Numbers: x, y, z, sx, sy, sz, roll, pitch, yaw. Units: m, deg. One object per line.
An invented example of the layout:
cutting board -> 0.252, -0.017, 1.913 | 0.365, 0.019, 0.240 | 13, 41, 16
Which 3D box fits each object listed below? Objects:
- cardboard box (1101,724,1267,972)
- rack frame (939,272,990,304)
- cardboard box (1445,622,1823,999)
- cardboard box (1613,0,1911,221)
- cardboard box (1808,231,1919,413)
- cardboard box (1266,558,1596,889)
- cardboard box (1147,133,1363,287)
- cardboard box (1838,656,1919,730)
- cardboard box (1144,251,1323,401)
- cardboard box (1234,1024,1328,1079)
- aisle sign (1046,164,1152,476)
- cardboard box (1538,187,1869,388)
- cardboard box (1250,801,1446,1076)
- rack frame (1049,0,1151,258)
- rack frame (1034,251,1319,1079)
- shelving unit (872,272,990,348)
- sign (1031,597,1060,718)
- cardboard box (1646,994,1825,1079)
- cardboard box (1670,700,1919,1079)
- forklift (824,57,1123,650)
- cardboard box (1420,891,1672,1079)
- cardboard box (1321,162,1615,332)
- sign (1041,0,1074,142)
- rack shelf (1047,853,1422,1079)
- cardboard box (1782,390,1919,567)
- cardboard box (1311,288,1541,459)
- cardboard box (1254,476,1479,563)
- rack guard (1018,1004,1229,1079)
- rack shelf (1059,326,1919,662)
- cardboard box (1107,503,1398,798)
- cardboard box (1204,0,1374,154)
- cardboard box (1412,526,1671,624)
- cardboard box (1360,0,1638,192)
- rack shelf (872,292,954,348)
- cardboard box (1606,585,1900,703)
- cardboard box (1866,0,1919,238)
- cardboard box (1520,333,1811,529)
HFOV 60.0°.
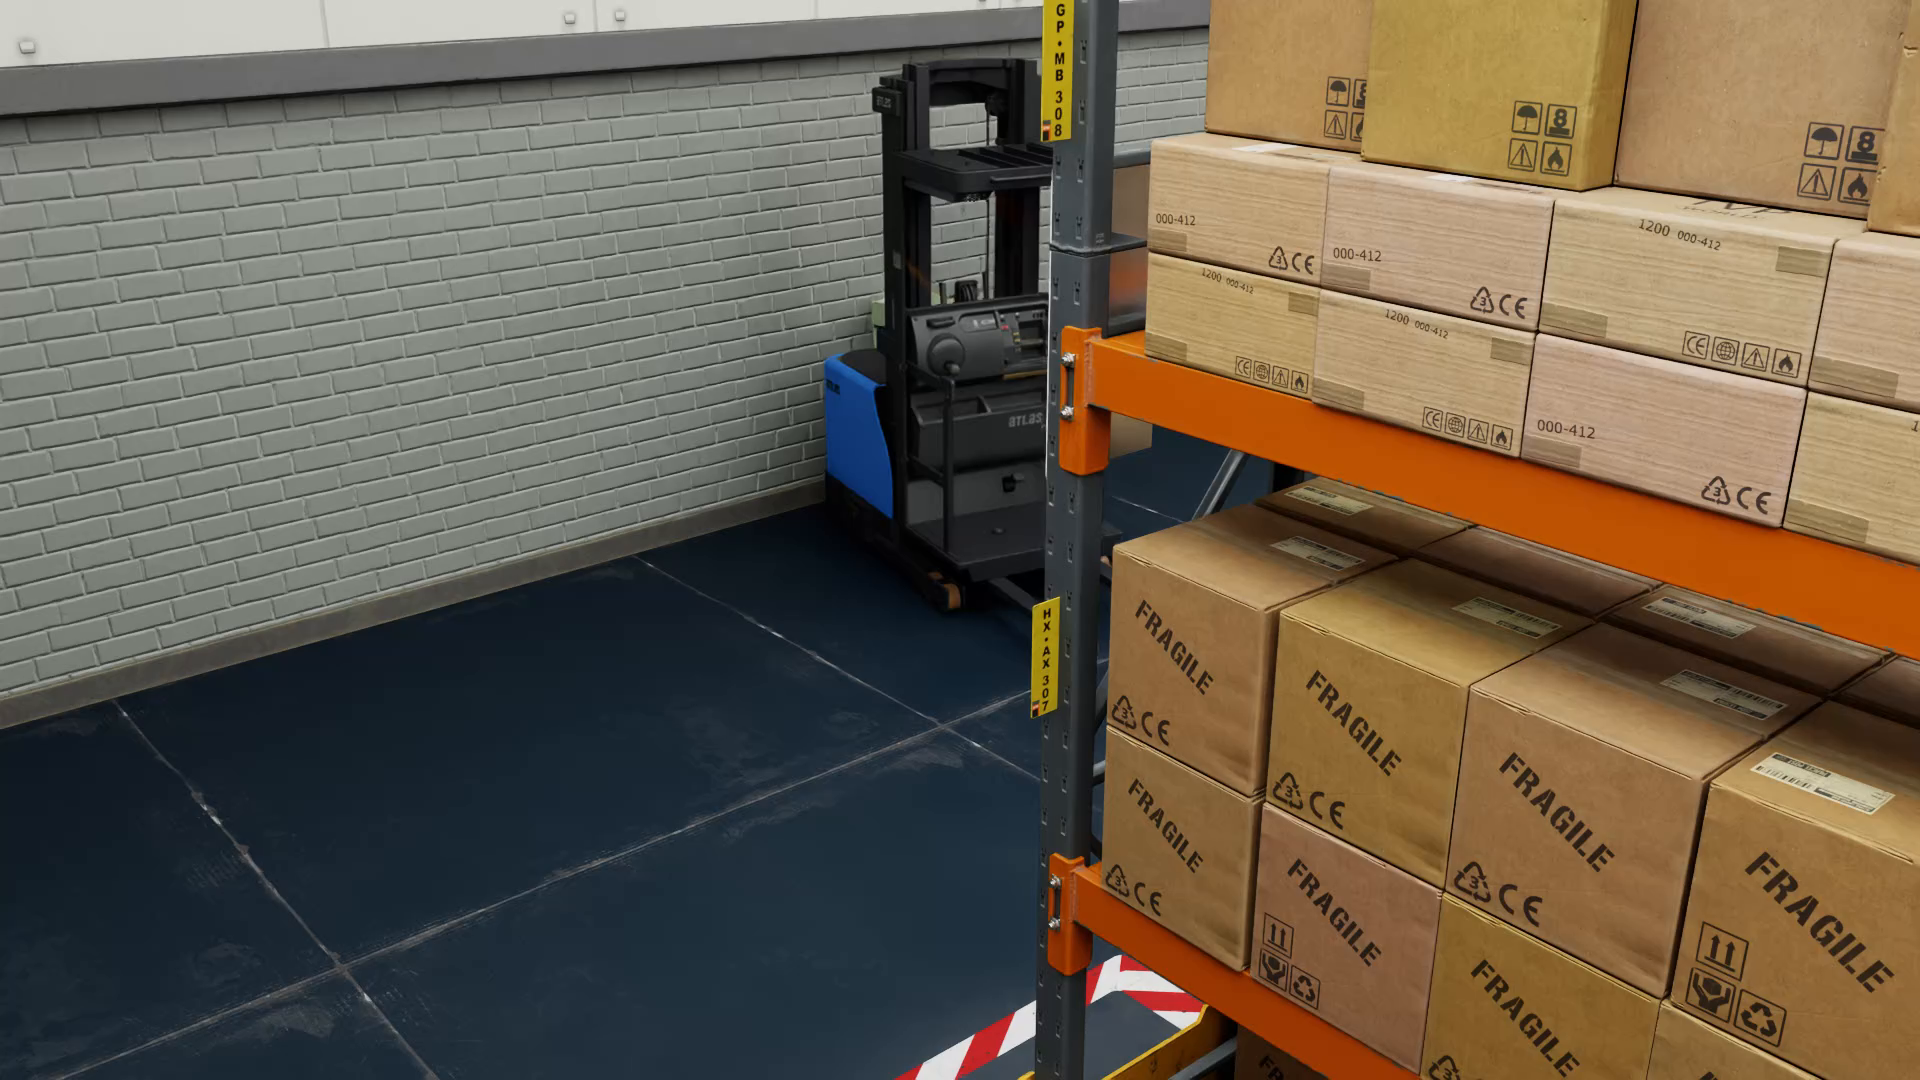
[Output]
cardboard box -> 0.728, 0.724, 4.386 | 0.500, 0.500, 0.500 | -17, 27, -36
rack frame -> 0.076, -0.961, 10.776 | 0.400, 1.500, 0.023 | -20, 25, -37
cardboard box -> 1.398, 0.540, 3.483 | 0.500, 0.500, 0.500 | -17, 27, -37
cardboard box -> 1.656, -0.915, 3.085 | 0.700, 0.500, 0.500 | -17, 27, -37
cardboard box -> 1.752, -0.355, 2.685 | 0.500, 0.250, 0.500 | -17, 27, -37
cardboard box -> 1.075, 0.401, 3.839 | 0.500, 0.500, 0.500 | -17, 27, -37
cardboard box -> 0.777, -0.771, 3.746 | 0.500, 0.250, 0.500 | -17, 27, -37
cardboard box -> 2.145, 0.554, 3.449 | 0.500, 0.500, 0.500 | -16, 27, -36
cardboard box -> 0.781, -0.539, 3.840 | 0.500, 0.250, 0.500 | -17, 27, -37
cardboard box -> 1.180, 1.636, 5.019 | 0.500, 0.500, 0.500 | -17, 27, -37
aisle sign -> 0.371, -0.574, 4.273 | 0.394, 0.787, 0.004 | -17, 27, -37
cardboard box -> 1.429, -0.494, 3.040 | 0.500, 0.250, 0.500 | -17, 27, -37
cardboard box -> 1.069, 0.865, 4.025 | 0.500, 0.500, 0.500 | -18, 28, -38
rack frame -> 0.638, -2.208, 3.783 | 1.000, 3.000, 0.127 | -17, 27, -37
rack frame -> 0.638, 0.585, 4.877 | 1.000, 3.000, 0.127 | -17, 27, -37
shelving unit -> -0.165, -1.040, 11.040 | 0.431, 1.500, 0.755 | -20, 25, -37
sign -> 0.227, 0.311, 4.389 | 0.100, 0.325, 0.005 | -17, 27, -37
cardboard box -> 1.720, 1.143, 3.315 | 0.500, 0.500, 0.500 | -17, 27, -37
cardboard box -> 1.730, 0.681, 3.125 | 0.500, 0.500, 0.500 | -18, 28, -38
forklift -> 0.251, -1.140, 9.375 | 1.130, 2.935, 3.031 | -11, 24, -25
cardboard box -> 1.395, 1.005, 3.669 | 0.500, 0.500, 0.500 | -18, 27, -38
cardboard box -> 1.098, -0.631, 3.389 | 0.500, 0.250, 0.500 | -17, 27, -37
sign -> 0.227, -1.089, 3.841 | 0.100, 0.325, 0.005 | -17, 27, -37
rack shelf -> 1.944, 1.473, 3.597 | 1.077, 0.370, 4.000 | -17, 27, -37
cardboard box -> 1.757, -0.124, 2.779 | 0.500, 0.250, 0.500 | -17, 27, -37
cardboard box -> 1.098, -0.398, 3.480 | 0.500, 0.250, 0.500 | -17, 27, -37
cardboard box -> 1.137, 0.131, 4.530 | 0.500, 0.500, 0.500 | -18, 28, -38
rack guard -> 0.688, 1.770, 5.279 | 1.175, 0.500, 0.348 | -17, 27, -37
rack shelf -> 1.944, 0.076, 3.050 | 1.077, 0.370, 4.000 | -17, 27, -37
cardboard box -> 0.728, 0.258, 4.203 | 0.500, 0.500, 0.500 | -16, 27, -36
cardboard box -> 0.986, -1.186, 3.777 | 0.700, 0.500, 0.500 | -17, 27, -37
cardboard box -> 1.468, 0.270, 4.174 | 0.500, 0.500, 0.500 | -17, 27, -36
cardboard box -> 1.248, -1.027, 3.373 | 0.700, 0.500, 0.500 | -17, 27, -37
rack shelf -> -0.191, -1.406, 10.906 | 0.431, 0.370, 0.720 | -20, 25, -37
cardboard box -> 1.810, 0.412, 3.811 | 0.500, 0.500, 0.500 | -17, 27, -36
cardboard box -> 1.912, -0.754, 2.676 | 0.700, 0.500, 0.500 | -17, 27, -37
cardboard box -> 1.425, -0.260, 3.128 | 0.500, 0.250, 0.500 | -17, 27, -37
